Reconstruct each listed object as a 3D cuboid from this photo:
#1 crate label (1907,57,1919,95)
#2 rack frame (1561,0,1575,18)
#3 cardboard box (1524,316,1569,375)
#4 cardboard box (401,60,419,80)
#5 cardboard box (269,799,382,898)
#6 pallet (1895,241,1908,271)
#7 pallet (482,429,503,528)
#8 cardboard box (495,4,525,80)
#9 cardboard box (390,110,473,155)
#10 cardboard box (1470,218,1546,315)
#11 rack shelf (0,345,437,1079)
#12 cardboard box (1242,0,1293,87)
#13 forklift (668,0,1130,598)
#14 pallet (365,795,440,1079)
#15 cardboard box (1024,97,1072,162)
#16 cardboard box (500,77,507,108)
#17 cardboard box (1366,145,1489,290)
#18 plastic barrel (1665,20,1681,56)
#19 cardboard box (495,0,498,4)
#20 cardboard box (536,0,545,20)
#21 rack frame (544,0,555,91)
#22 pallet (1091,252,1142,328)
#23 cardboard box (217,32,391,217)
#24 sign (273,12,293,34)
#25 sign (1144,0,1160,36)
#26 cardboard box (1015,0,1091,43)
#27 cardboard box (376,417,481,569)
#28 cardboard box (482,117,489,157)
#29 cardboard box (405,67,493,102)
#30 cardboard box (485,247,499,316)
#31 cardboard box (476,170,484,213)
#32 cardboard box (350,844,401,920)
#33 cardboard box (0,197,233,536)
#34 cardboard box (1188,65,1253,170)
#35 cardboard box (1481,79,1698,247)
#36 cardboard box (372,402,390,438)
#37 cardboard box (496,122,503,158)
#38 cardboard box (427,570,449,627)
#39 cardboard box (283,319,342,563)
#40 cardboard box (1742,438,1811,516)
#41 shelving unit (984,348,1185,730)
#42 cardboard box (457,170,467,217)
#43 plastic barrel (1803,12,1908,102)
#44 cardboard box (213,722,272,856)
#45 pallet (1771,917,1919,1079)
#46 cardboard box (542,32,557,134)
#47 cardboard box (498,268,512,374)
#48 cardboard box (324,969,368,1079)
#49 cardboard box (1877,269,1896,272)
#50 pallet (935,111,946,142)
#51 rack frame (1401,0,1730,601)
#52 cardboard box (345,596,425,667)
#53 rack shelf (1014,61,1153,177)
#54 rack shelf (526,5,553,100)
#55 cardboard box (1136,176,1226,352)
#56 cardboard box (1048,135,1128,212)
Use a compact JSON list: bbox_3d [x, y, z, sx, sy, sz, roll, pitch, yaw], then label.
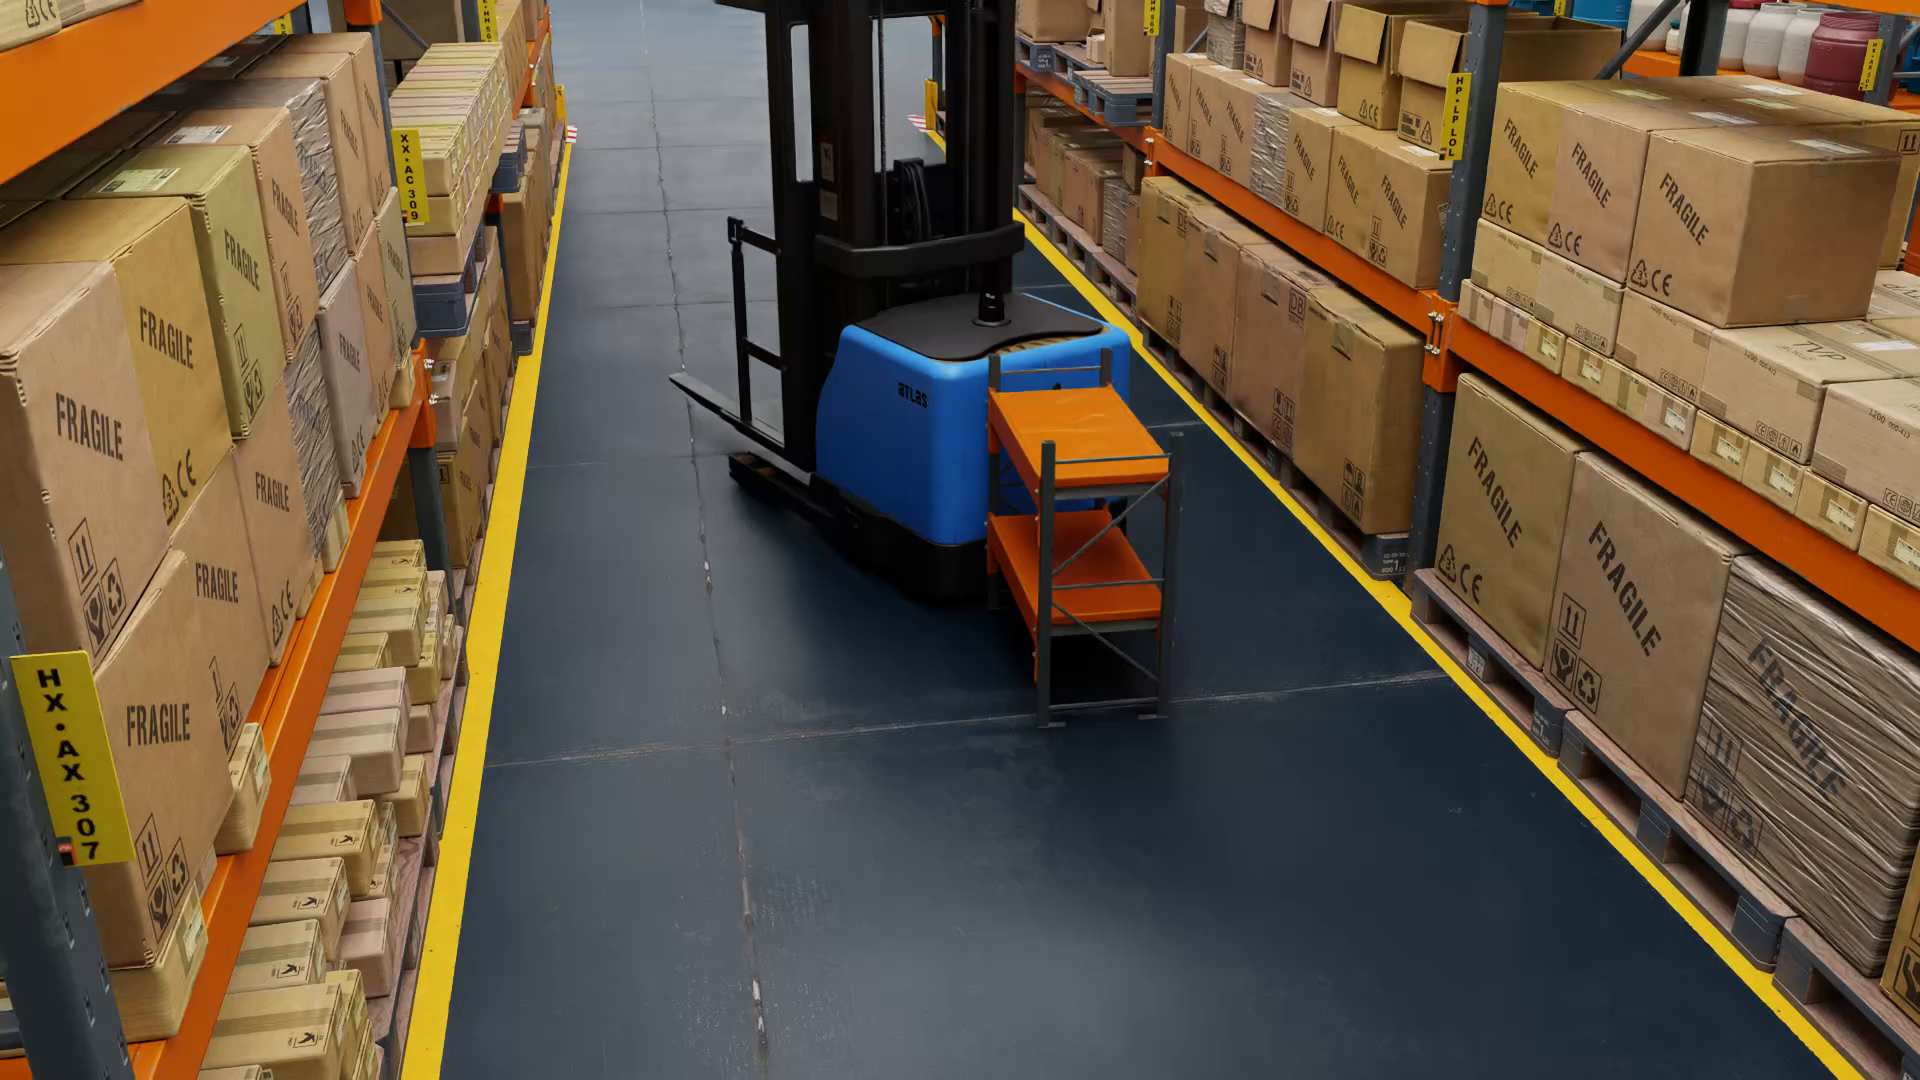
[{"bbox_3d":[6.844,-3.222,11.588,0.303,0.233,0.416,-4,24,-10],"label":"crate label"},{"bbox_3d":[5.814,-4.678,14.714,1.000,3.000,0.127,-4,24,-10],"label":"rack frame"},{"bbox_3d":[2.252,-0.702,5.924,0.380,0.149,0.250,-4,24,-8],"label":"cardboard box"},{"bbox_3d":[-3.025,-2.654,9.953,0.500,0.500,0.500,-4,24,-9],"label":"cardboard box"},{"bbox_3d":[-1.753,0.829,4.397,0.380,0.149,0.250,-4,24,-9],"label":"cardboard box"},{"bbox_3d":[6.449,-2.135,12.374,1.003,0.211,1.213,-4,24,-10],"label":"pallet"},{"bbox_3d":[-2.842,-0.347,8.281,1.003,0.211,1.213,-4,24,-10],"label":"pallet"},{"bbox_3d":[-3.494,-3.646,12.226,0.500,0.500,0.500,-5,24,-10],"label":"cardboard box"},{"bbox_3d":[-2.234,-1.685,6.907,0.380,0.149,0.250,-5,24,-10],"label":"cardboard box"},{"bbox_3d":[2.255,-1.029,6.173,0.500,0.250,0.500,-5,24,-11],"label":"cardboard box"},{"bbox_3d":[-2.097,0.278,4.263,1.077,0.370,4.000,-4,24,-10],"label":"rack shelf"},{"bbox_3d":[1.923,-2.699,8.803,0.797,0.503,0.637,-4,24,-9],"label":"cardboard box"},{"bbox_3d":[-0.498,-1.635,7.831,1.130,2.935,3.031,-15,28,-31],"label":"forklift"},{"bbox_3d":[-2.079,1.182,4.779,1.003,0.211,1.213,-4,24,-10],"label":"pallet"},{"bbox_3d":[0.799,-3.744,15.173,0.500,0.500,0.500,3,24,7],"label":"cardboard box"},{"bbox_3d":[-2.617,-2.359,8.822,0.380,0.149,0.250,-3,24,-8],"label":"cardboard box"},{"bbox_3d":[2.071,-1.375,7.025,0.500,0.500,0.500,-4,24,-10],"label":"cardboard box"},{"bbox_3d":[5.908,-4.083,13.524,0.301,0.262,0.301,0,24,0],"label":"plastic barrel"},{"bbox_3d":[-3.849,-4.294,12.459,0.700,0.500,0.500,-5,24,-11],"label":"cardboard box"},{"bbox_3d":[-4.450,-5.269,15.880,0.875,0.550,0.550,-4,24,-10],"label":"cardboard box"},{"bbox_3d":[-4.686,-5.558,16.728,1.000,3.000,0.127,-4,24,-10],"label":"rack frame"},{"bbox_3d":[1.543,-1.768,11.535,1.003,0.211,1.213,-4,24,-10],"label":"pallet"},{"bbox_3d":[-2.115,-1.313,5.264,0.500,0.500,0.500,-5,24,-12],"label":"cardboard box"},{"bbox_3d":[-3.752,-2.899,9.194,0.100,0.325,0.005,-4,24,-10],"label":"sign"},{"bbox_3d":[1.155,-3.189,9.956,0.100,0.325,0.005,-4,24,-10],"label":"sign"},{"bbox_3d":[0.956,-4.456,12.932,1.000,1.000,1.000,-4,24,-9],"label":"cardboard box"},{"bbox_3d":[-2.343,-0.195,7.047,0.500,0.500,0.500,-3,24,-8],"label":"cardboard box"},{"bbox_3d":[-2.379,-1.856,7.668,0.380,0.149,0.250,-5,24,-11],"label":"cardboard box"},{"bbox_3d":[-2.481,-2.200,8.086,0.380,0.149,0.250,-4,24,-10],"label":"cardboard box"},{"bbox_3d":[-2.719,-1.354,8.765,0.500,0.250,0.500,-4,24,-9],"label":"cardboard box"},{"bbox_3d":[-2.280,-1.510,7.250,0.380,0.149,0.250,-5,24,-12],"label":"cardboard box"},{"bbox_3d":[-1.809,1.012,4.722,0.380,0.149,0.250,-4,24,-10],"label":"cardboard box"},{"bbox_3d":[-1.649,-0.299,2.941,0.500,0.500,0.500,-4,24,-8],"label":"cardboard box"},{"bbox_3d":[1.606,-2.370,9.305,0.500,0.500,0.500,-5,24,-11],"label":"cardboard box"},{"bbox_3d":[2.263,-1.369,6.016,0.500,0.500,0.500,-4,24,-10],"label":"cardboard box"},{"bbox_3d":[-2.039,-0.425,5.289,0.380,0.149,0.250,-3,24,-8],"label":"cardboard box"},{"bbox_3d":[-2.529,-2.031,8.442,0.380,0.149,0.250,-5,24,-10],"label":"cardboard box"},{"bbox_3d":[-2.097,0.240,6.118,0.380,0.149,0.250,-4,24,-9],"label":"cardboard box"},{"bbox_3d":[-1.842,-0.246,4.069,0.500,0.500,0.500,-5,24,-11],"label":"cardboard box"},{"bbox_3d":[2.494,-0.194,4.760,0.380,0.149,0.250,-4,24,-9],"label":"cardboard box"},{"bbox_3d":[0.448,-0.038,6.432,0.538,1.125,1.048,-4,24,-9],"label":"shelving unit"},{"bbox_3d":[-2.138,-1.342,6.493,0.380,0.149,0.250,-5,24,-11],"label":"cardboard box"},{"bbox_3d":[6.170,-3.328,11.451,0.600,0.536,0.708,-4,24,-10],"label":"plastic barrel"},{"bbox_3d":[-1.550,0.492,3.189,0.380,0.149,0.250,-5,24,-11],"label":"cardboard box"},{"bbox_3d":[2.941,1.377,4.333,1.003,0.211,1.213,-4,24,-10],"label":"pallet"},{"bbox_3d":[-4.496,-4.515,16.470,0.875,0.875,0.875,-4,24,-9],"label":"cardboard box"},{"bbox_3d":[-2.828,-1.219,9.391,0.500,0.500,0.500,-4,24,-10],"label":"cardboard box"},{"bbox_3d":[-1.640,1.178,3.972,0.380,0.149,0.250,-4,24,-8],"label":"cardboard box"},{"bbox_3d":[2.864,-0.875,5.822,0.500,0.250,0.500,-4,24,-8],"label":"cardboard box"},{"bbox_3d":[0.336,-4.255,17.229,1.003,0.211,1.213,-4,24,-10],"label":"pallet"},{"bbox_3d":[2.426,-1.165,6.670,1.000,3.000,0.127,-4,24,-10],"label":"rack frame"},{"bbox_3d":[-2.006,0.319,5.565,0.380,0.149,0.250,-5,24,-10],"label":"cardboard box"},{"bbox_3d":[1.316,-3.196,12.218,1.077,0.370,4.000,-4,24,-10],"label":"rack shelf"},{"bbox_3d":[-4.316,-4.442,15.071,1.077,0.370,4.000,-4,24,-10],"label":"rack shelf"},{"bbox_3d":[1.793,-1.684,9.989,1.225,0.875,0.875,-5,24,-12],"label":"cardboard box"},{"bbox_3d":[1.109,-2.936,13.298,0.700,0.500,0.500,-4,24,-10],"label":"cardboard box"}]
